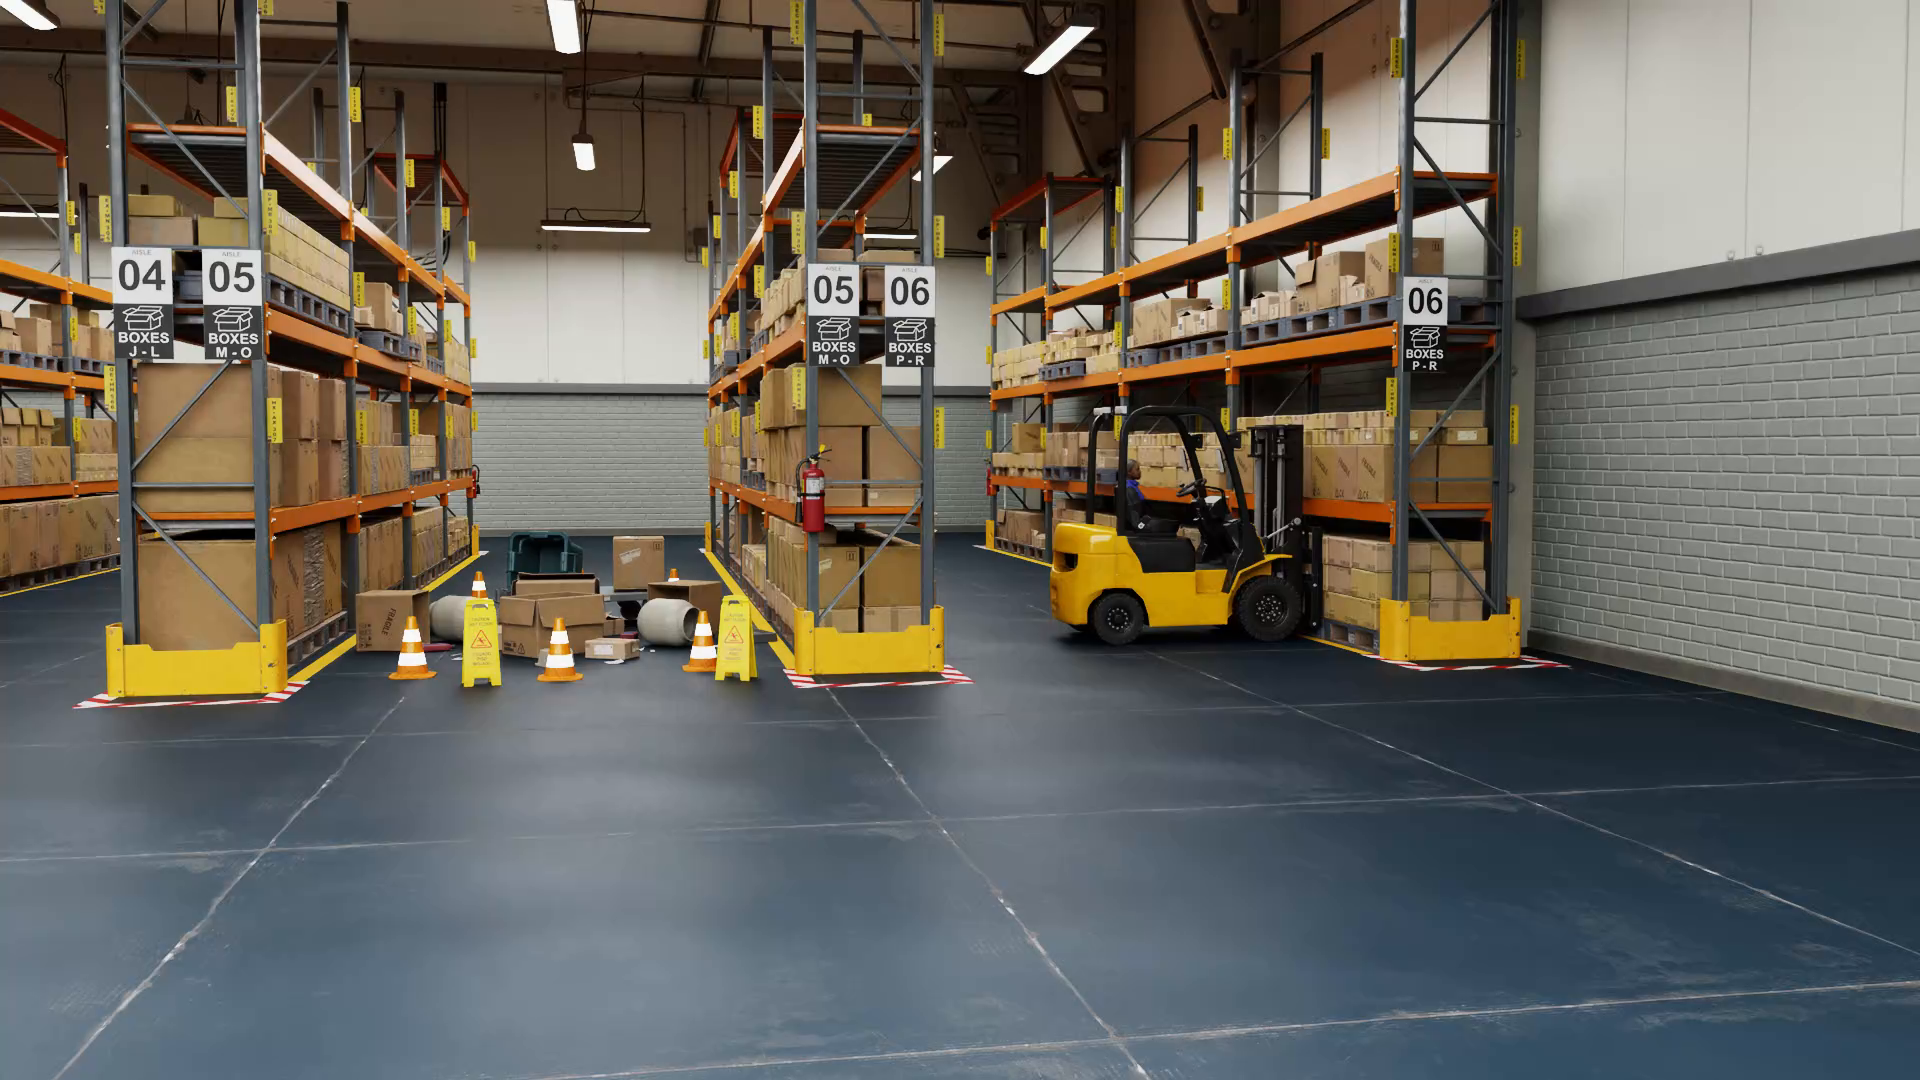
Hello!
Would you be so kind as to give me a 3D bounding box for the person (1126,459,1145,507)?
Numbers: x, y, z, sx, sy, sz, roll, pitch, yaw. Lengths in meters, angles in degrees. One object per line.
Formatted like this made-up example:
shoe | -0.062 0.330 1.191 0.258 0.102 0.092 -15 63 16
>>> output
person | 1.891 -0.061 18.261 0.319 1.662 0.449 0 3 8
